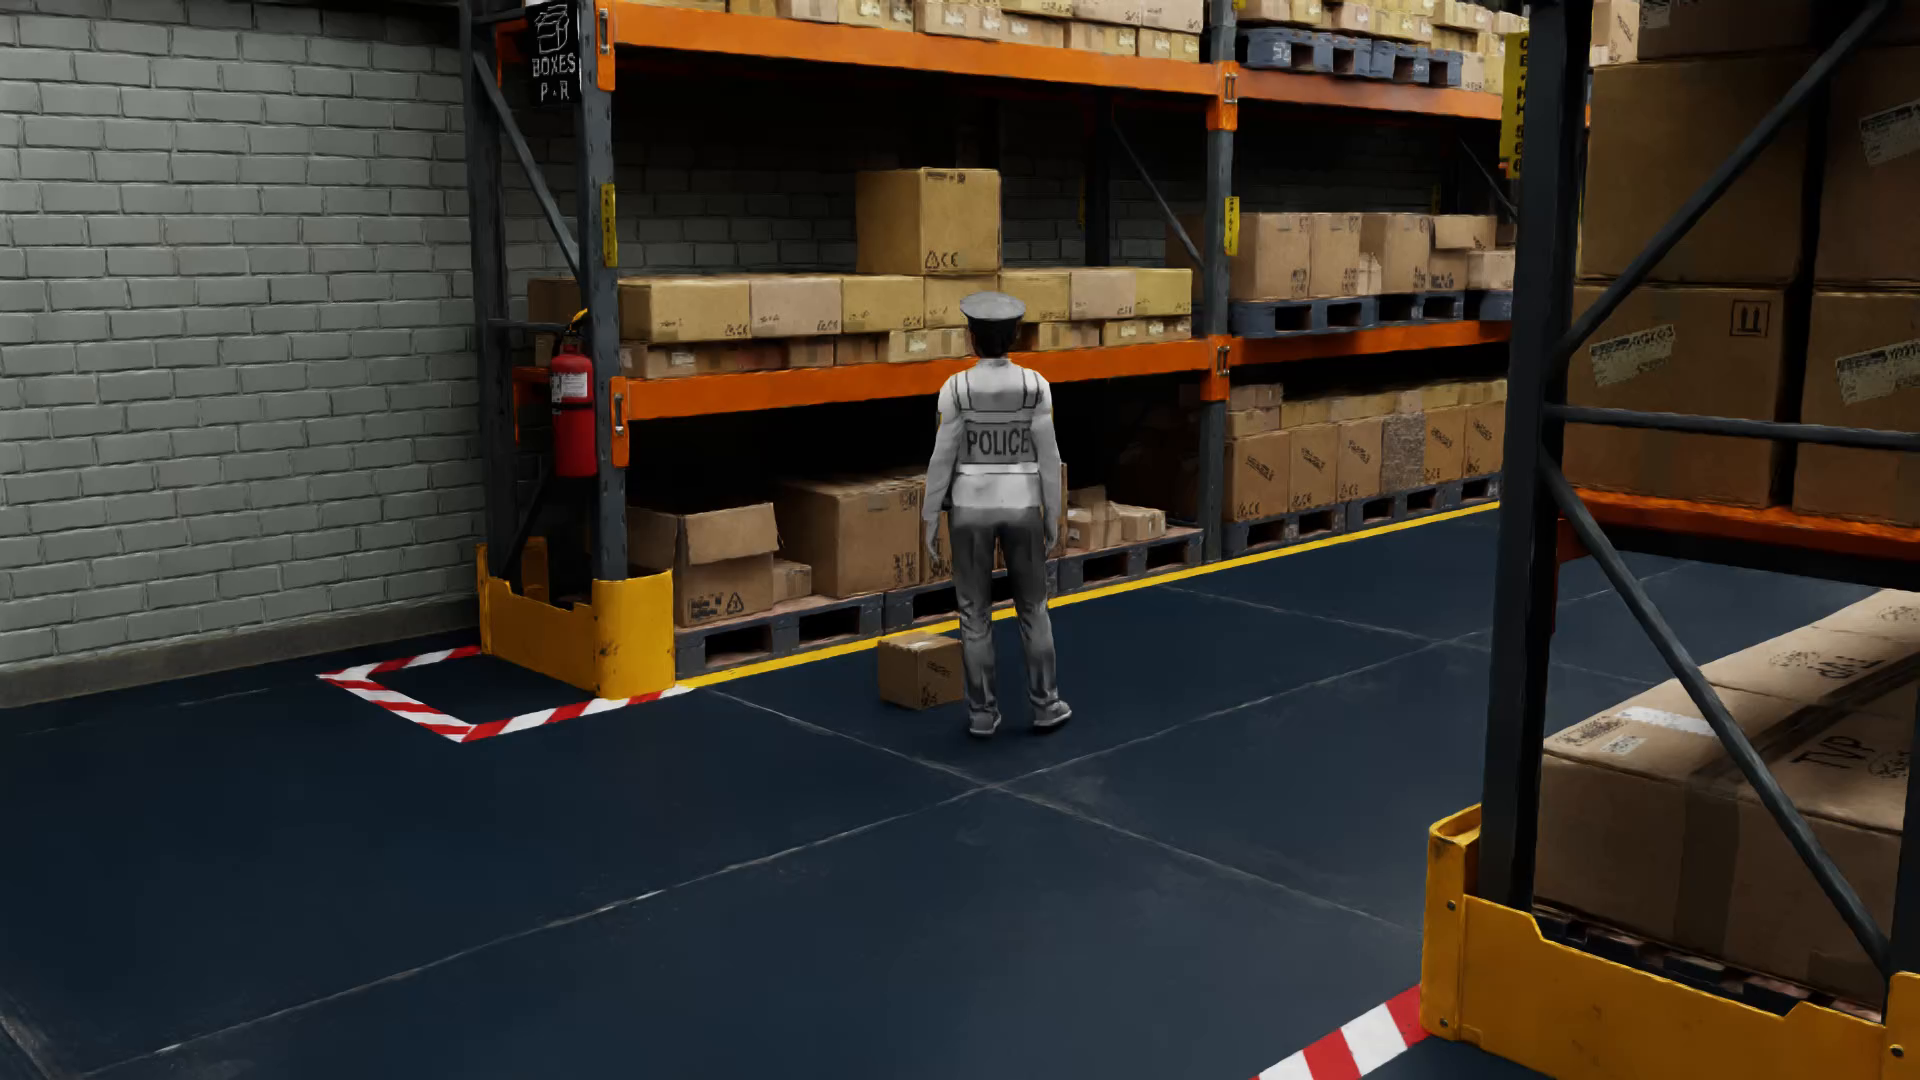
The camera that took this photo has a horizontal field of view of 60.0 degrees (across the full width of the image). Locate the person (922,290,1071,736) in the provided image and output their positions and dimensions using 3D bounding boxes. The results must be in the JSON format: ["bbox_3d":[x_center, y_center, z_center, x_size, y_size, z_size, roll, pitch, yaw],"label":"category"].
[{"bbox_3d":[0.158,-0.094,6.305,0.618,1.689,0.387,-2,11,-10],"label":"person"}]
